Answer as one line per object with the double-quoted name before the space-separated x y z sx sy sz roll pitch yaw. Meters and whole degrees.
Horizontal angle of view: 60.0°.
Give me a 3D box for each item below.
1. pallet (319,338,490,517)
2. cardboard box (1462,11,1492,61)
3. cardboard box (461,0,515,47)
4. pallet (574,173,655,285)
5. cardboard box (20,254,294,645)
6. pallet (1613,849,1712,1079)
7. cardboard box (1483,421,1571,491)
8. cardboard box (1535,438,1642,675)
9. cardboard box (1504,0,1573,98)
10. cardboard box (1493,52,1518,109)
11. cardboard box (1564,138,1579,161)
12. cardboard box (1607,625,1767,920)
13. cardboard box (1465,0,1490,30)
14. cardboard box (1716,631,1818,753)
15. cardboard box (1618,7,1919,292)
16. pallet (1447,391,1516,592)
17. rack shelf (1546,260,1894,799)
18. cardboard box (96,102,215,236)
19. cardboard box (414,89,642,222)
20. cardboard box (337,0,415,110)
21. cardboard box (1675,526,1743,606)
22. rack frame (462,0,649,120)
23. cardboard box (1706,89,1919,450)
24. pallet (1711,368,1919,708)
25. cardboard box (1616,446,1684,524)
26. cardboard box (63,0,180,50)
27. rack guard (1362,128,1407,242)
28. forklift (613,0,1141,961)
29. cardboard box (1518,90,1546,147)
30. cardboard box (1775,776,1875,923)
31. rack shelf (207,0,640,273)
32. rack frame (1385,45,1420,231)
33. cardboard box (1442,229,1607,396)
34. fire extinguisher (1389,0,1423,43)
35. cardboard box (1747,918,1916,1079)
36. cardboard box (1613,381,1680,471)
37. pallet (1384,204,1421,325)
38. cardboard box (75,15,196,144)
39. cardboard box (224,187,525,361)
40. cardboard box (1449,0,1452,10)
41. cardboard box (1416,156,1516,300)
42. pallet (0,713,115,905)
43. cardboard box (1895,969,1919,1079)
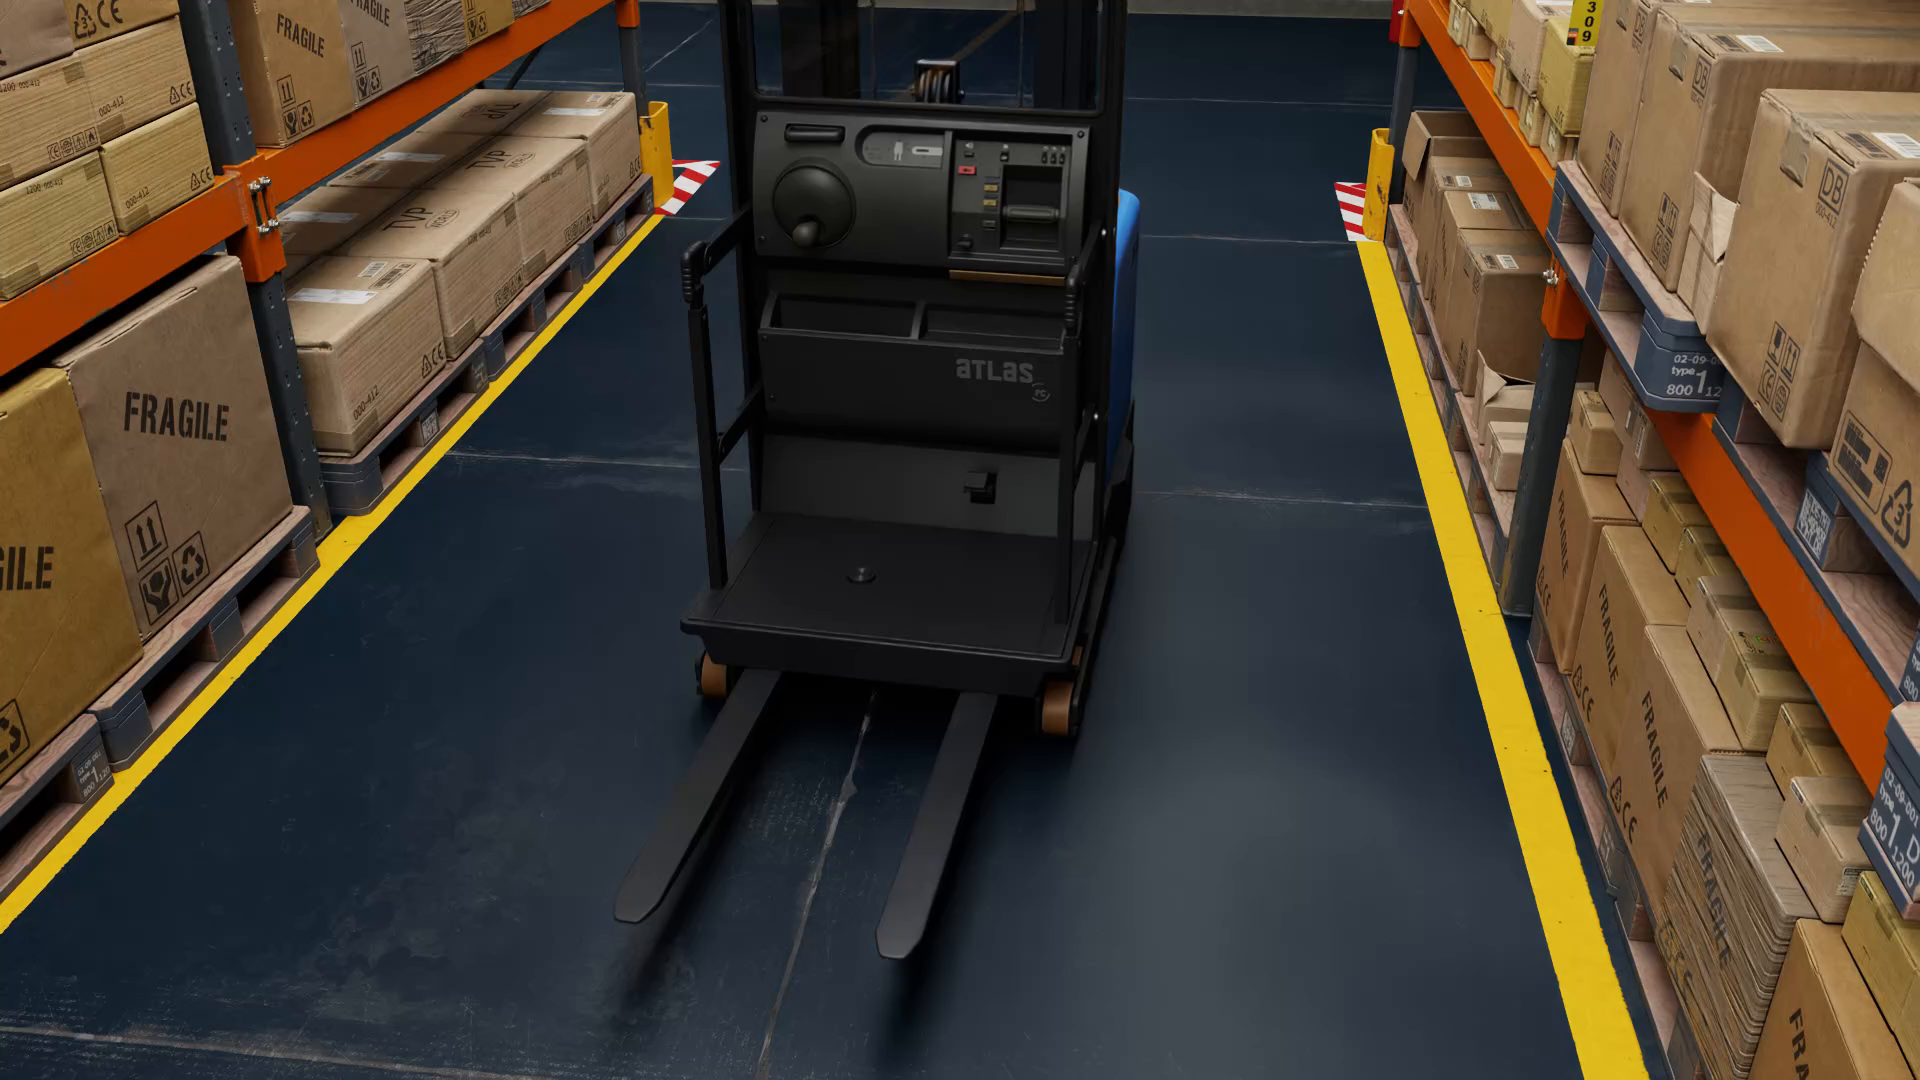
"pallet" -2.525 -0.485 6.427 1.003 0.211 1.213 3 28 6
"cardboard box" 2.190 -1.977 6.522 0.380 0.149 0.250 4 29 7
"cardboard box" -2.182 -2.322 6.791 0.500 0.500 0.500 4 29 8
"pallet" -2.226 -1.633 8.559 1.003 0.211 1.213 3 28 6
"cardboard box" -2.692 -0.312 4.964 0.875 0.875 0.875 4 29 8
"pallet" 2.022 1.116 3.456 1.003 0.211 1.213 3 28 6
"cardboard box" 2.008 -0.281 5.673 0.380 0.149 0.250 3 28 5
"cardboard box" 1.949 0.058 4.673 0.500 0.500 0.500 5 29 8
"cardboard box" 2.098 -1.628 5.453 0.500 0.250 0.500 3 29 6
"cardboard box" 2.100 -1.618 5.855 0.380 0.149 0.250 3 28 5
"cardboard box" 2.020 -1.127 4.943 0.380 0.149 0.250 4 29 7
"cardboard box" 1.828 0.544 3.771 0.500 0.500 0.500 3 28 5
"cardboard box" 2.236 -2.104 6.338 0.500 0.250 0.500 3 28 5
"cardboard box" 1.825 0.329 3.485 0.380 0.149 0.250 4 29 8
"cardboard box" 1.887 -0.843 3.603 0.700 0.500 0.500 4 29 7
"pallet" 2.316 -0.168 5.839 1.003 0.211 1.213 3 28 6
"rack shelf" 1.986 0.186 3.001 1.077 0.370 4.000 3 28 6
"cardboard box" -2.500 -1.067 4.726 0.500 0.250 0.500 3 28 5
"cardboard box" -2.187 -1.982 8.526 0.875 0.438 0.875 2 28 4
"cardboard box" -2.312 -1.845 5.907 0.500 0.500 0.500 4 29 7
"cardboard box" 1.926 0.097 3.916 0.380 0.149 0.250 3 28 5
"rack frame" -2.205 -3.242 8.605 1.000 3.000 0.127 3 28 6
"cardboard box" 1.790 -0.473 2.918 0.700 0.500 0.500 3 28 6
"pallet" 1.975 -0.021 2.828 1.003 0.211 1.213 3 28 6
"cardboard box" 1.966 -0.154 4.382 0.380 0.149 0.250 3 28 5
"cardboard box" -2.501 -1.618 4.432 0.500 0.500 0.500 4 29 8
"rack guard" 2.712 -1.819 8.599 1.175 0.500 0.348 3 28 6
"forklift" -0.153 -0.922 4.371 1.130 2.935 3.031 5 29 10
"cardboard box" 2.038 -1.374 5.403 0.380 0.149 0.250 4 29 8
"cardboard box" 1.741 0.571 3.037 0.380 0.149 0.250 2 28 4
"rack shelf" -2.450 -1.984 7.028 1.077 0.370 4.000 3 28 6
"rack frame" 2.721 -2.955 8.073 1.000 3.000 0.127 3 28 6
"cardboard box" 2.282 -0.868 6.392 0.700 0.500 0.500 2 28 4
"fire extinguisher" 2.281 -2.853 8.358 0.296 0.674 0.183 3 28 6
"cardboard box" 1.713 1.033 2.863 0.500 0.500 0.500 5 29 8
"cardboard box" 1.939 -0.295 4.330 0.380 0.149 0.250 2 28 4
"pallet" 2.615 -1.316 7.971 1.003 0.211 1.213 3 28 6
"cardboard box" -2.508 -1.291 4.616 0.500 0.250 0.500 3 28 6
"cardboard box" -2.403 -1.127 6.937 0.875 0.438 0.875 3 28 5
"cardboard box" 2.334 -2.342 7.200 0.380 0.149 0.250 4 29 8
"cardboard box" 2.409 -1.357 7.299 0.700 0.500 0.500 4 29 8
"pallet" -2.862 0.812 4.020 1.003 0.211 1.213 3 28 6
"cardboard box" 1.706 0.820 2.574 0.380 0.149 0.250 4 29 8
